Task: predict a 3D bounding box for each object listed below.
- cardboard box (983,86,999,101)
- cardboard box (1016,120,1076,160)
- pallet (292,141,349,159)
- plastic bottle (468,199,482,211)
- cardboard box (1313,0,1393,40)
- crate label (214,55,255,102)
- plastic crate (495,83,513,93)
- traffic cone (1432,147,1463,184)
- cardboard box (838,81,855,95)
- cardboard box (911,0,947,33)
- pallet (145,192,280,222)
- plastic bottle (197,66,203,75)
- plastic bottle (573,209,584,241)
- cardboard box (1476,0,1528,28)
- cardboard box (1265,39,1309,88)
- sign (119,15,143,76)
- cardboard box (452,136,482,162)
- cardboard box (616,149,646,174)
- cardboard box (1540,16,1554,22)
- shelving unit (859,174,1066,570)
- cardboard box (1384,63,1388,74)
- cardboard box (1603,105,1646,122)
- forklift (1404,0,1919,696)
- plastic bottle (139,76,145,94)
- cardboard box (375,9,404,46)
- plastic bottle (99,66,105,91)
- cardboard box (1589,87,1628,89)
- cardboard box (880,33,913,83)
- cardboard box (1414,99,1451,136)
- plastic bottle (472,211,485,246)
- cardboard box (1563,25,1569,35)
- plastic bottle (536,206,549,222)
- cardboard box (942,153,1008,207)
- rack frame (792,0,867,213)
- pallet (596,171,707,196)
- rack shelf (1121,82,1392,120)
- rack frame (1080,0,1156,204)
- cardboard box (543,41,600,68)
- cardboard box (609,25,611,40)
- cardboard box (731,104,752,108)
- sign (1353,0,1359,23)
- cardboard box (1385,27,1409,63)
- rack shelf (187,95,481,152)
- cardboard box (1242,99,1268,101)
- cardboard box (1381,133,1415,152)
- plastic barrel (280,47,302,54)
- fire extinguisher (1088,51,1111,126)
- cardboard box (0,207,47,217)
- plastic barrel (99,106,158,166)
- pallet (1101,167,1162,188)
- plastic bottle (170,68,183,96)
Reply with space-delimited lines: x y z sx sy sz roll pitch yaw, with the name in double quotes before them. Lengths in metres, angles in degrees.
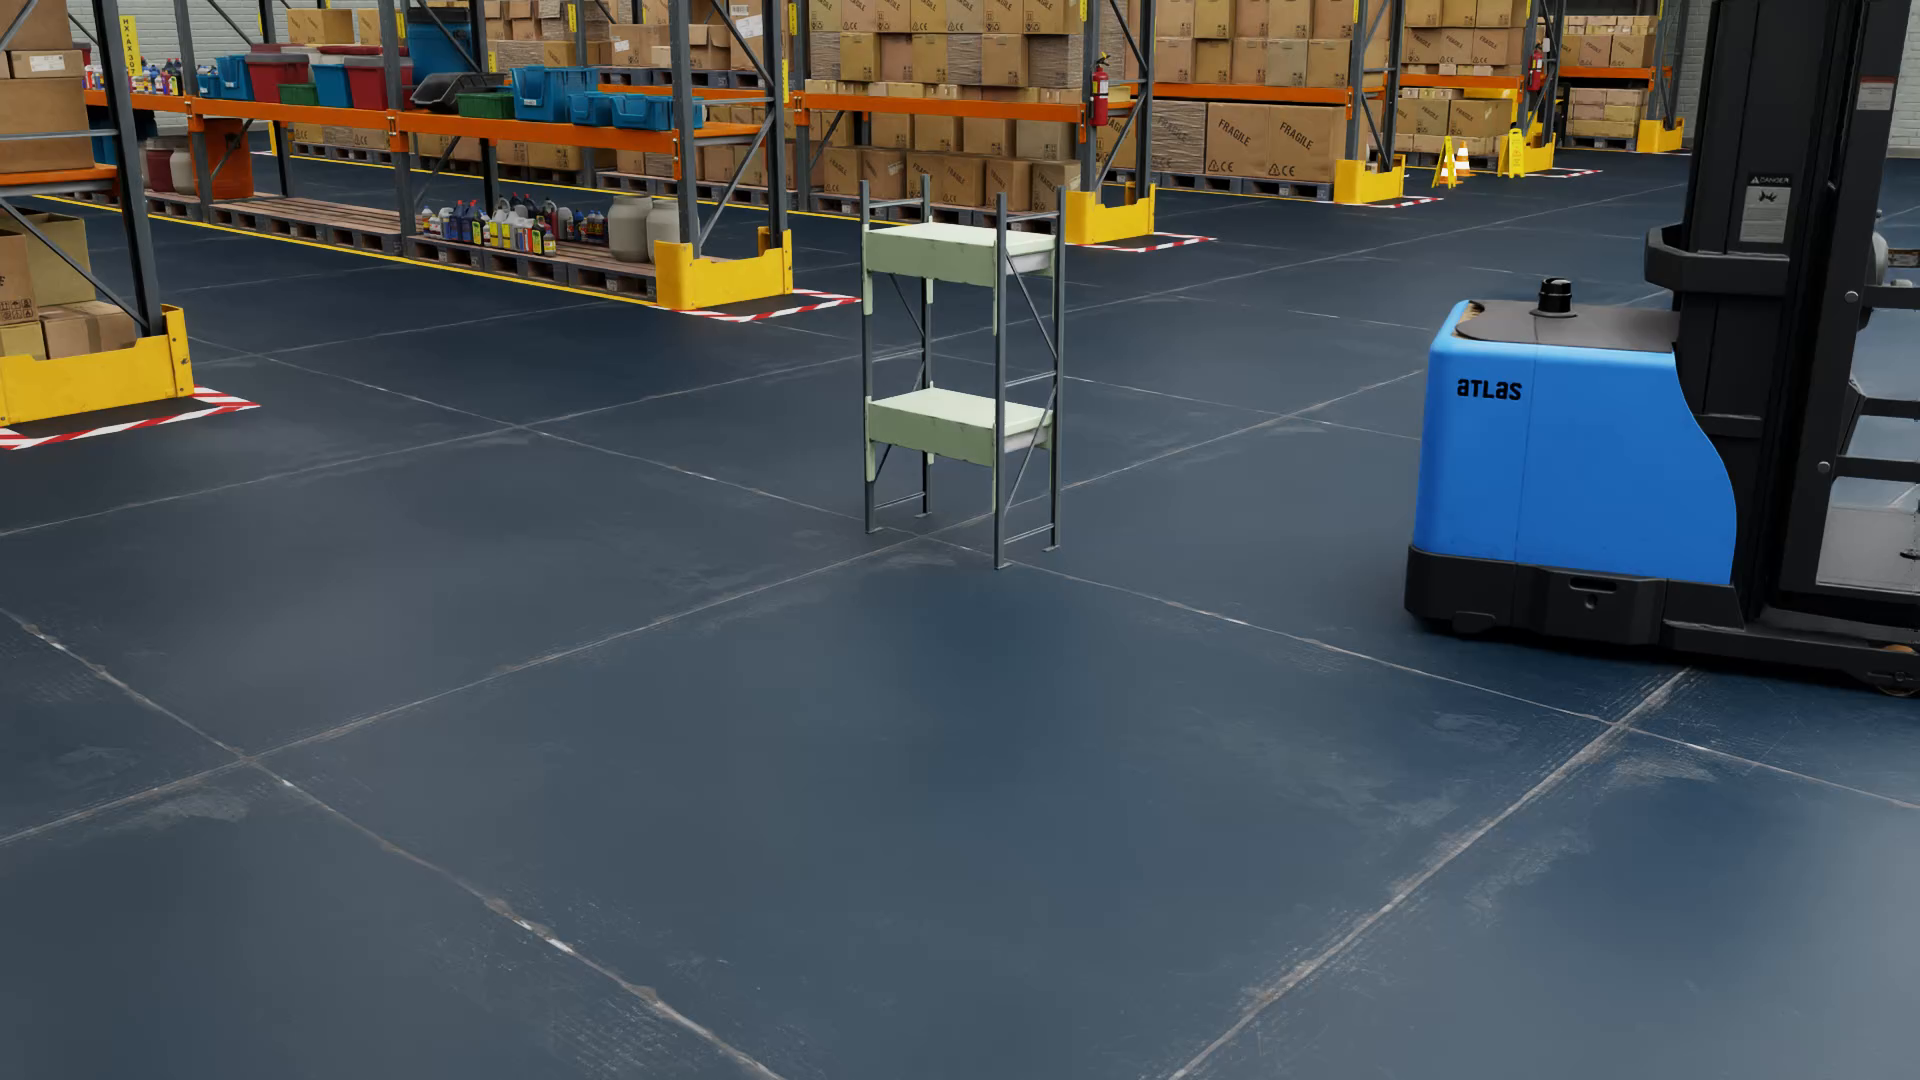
"cardboard box" 0.445 -4.536 16.860 0.250 0.149 0.380 15 23 39
"cardboard box" 1.391 -5.580 22.760 0.750 0.750 1.050 15 23 39
"pallet" -9.778 -6.183 26.247 1.213 0.211 1.003 15 23 39
"plastic bottle" -4.316 -2.849 14.782 0.185 0.351 0.144 15 23 39
"cardboard box" 4.655 -6.214 19.701 0.550 0.550 0.875 15 23 39
"crate label" -7.168 -4.685 16.856 0.616 0.435 0.502 15 23 39
"plastic crate" -3.732 -3.894 14.668 0.616 0.251 0.499 15 23 39
"traffic cone" 6.457 -4.951 21.947 0.334 0.463 0.336 15 23 39
"cardboard box" -1.107 -4.918 18.065 0.250 0.149 0.380 15 23 39
"cardboard box" -0.155 -5.466 17.065 0.500 0.500 0.500 15 23 39
"pallet" -8.349 -3.748 18.574 1.213 0.211 1.003 15 23 39
"plastic bottle" -8.601 -5.242 18.884 0.097 0.271 0.097 0 18 0
"plastic bottle" -3.380 -2.796 14.745 0.097 0.271 0.097 0 18 0
"cardboard box" 7.590 -7.404 23.173 0.500 0.500 0.700 14 23 38
"cardboard box" 4.174 -5.786 20.136 0.550 0.550 0.875 15 23 39
"sign" -4.666 -2.777 9.341 0.005 0.325 0.100 15 23 39
"cardboard box" -6.275 -5.737 23.047 0.875 0.875 1.225 14 22 37
"cardboard box" -3.930 -4.937 21.116 0.500 0.500 0.700 14 22 36
"cardboard box" 9.850 -8.638 27.642 0.250 0.149 0.380 15 23 40
"shelving unit" 0.005 -0.714 6.881 0.755 1.500 0.431 15 23 39
"cardboard box" 6.306 -6.929 24.402 0.250 0.149 0.380 15 23 39
"cardboard box" 10.838 -6.964 27.120 0.500 0.250 0.500 15 23 39
"forklift" 3.197 -1.042 5.550 3.031 2.935 1.130 7 19 20
"plastic bottle" -8.928 -4.990 18.204 0.097 0.201 0.097 0 18 0
"cardboard box" -7.957 -7.312 23.709 0.500 0.500 0.500 16 24 41
"plastic bottle" -9.696 -5.229 18.843 0.097 0.271 0.097 0 18 0
"cardboard box" 10.799 -7.414 27.712 0.500 0.250 0.500 15 23 39
"cardboard box" -0.365 -5.145 17.708 0.500 0.500 0.875 15 23 39
"cardboard box" 6.952 -6.138 24.105 0.500 0.500 0.500 16 24 41
"plastic bottle" -4.175 -2.704 14.436 0.133 0.283 0.061 16 24 42
"cardboard box" 9.988 -8.424 27.459 0.250 0.149 0.380 15 23 40
"plastic bottle" -3.731 -2.845 14.879 0.133 0.283 0.061 15 23 39
"cardboard box" 0.158 -3.823 17.637 0.500 0.500 0.500 -16 23 -41
"rack frame" -1.452 -5.246 18.683 0.127 3.000 1.000 15 23 39
"pallet" -3.861 -4.563 21.140 1.213 0.211 1.003 15 23 39
"rack shelf" 3.411 -5.603 20.998 4.000 0.370 1.077 15 23 39
"rack frame" 1.539 -4.443 16.152 0.127 3.000 1.000 15 23 39
"cardboard box" -4.978 -6.140 21.334 0.500 0.500 0.500 16 24 41
"cardboard box" -5.747 -8.490 28.248 0.500 0.500 0.500 14 23 38
"cardboard box" -3.291 -7.006 26.426 0.500 0.250 0.500 16 24 41
"sign" 4.537 -6.090 19.035 0.005 0.325 0.100 15 23 39
"cardboard box" 6.419 -7.230 24.277 0.500 0.500 0.500 15 23 40
"rack shelf" -6.236 -4.184 16.526 4.000 0.370 1.077 15 23 39
"cardboard box" 5.883 -8.355 31.711 0.625 0.625 0.875 16 24 41
"cardboard box" 6.557 -5.886 24.550 0.500 0.250 0.500 14 22 37
"plastic barrel" -6.821 -4.824 17.167 0.421 0.512 0.421 0 18 0
"fire extinguisher" 1.319 -4.279 15.763 0.183 0.674 0.296 15 23 39
"cardboard box" -6.050 -1.805 10.451 0.500 0.500 0.500 15 23 39
"plastic barrel" -9.798 -4.676 19.663 0.708 0.901 0.600 15 23 39
"pallet" 2.432 -4.848 22.040 1.213 0.211 1.003 15 23 39
"plastic bottle" -8.317 -4.858 17.652 0.133 0.283 0.061 15 23 39
